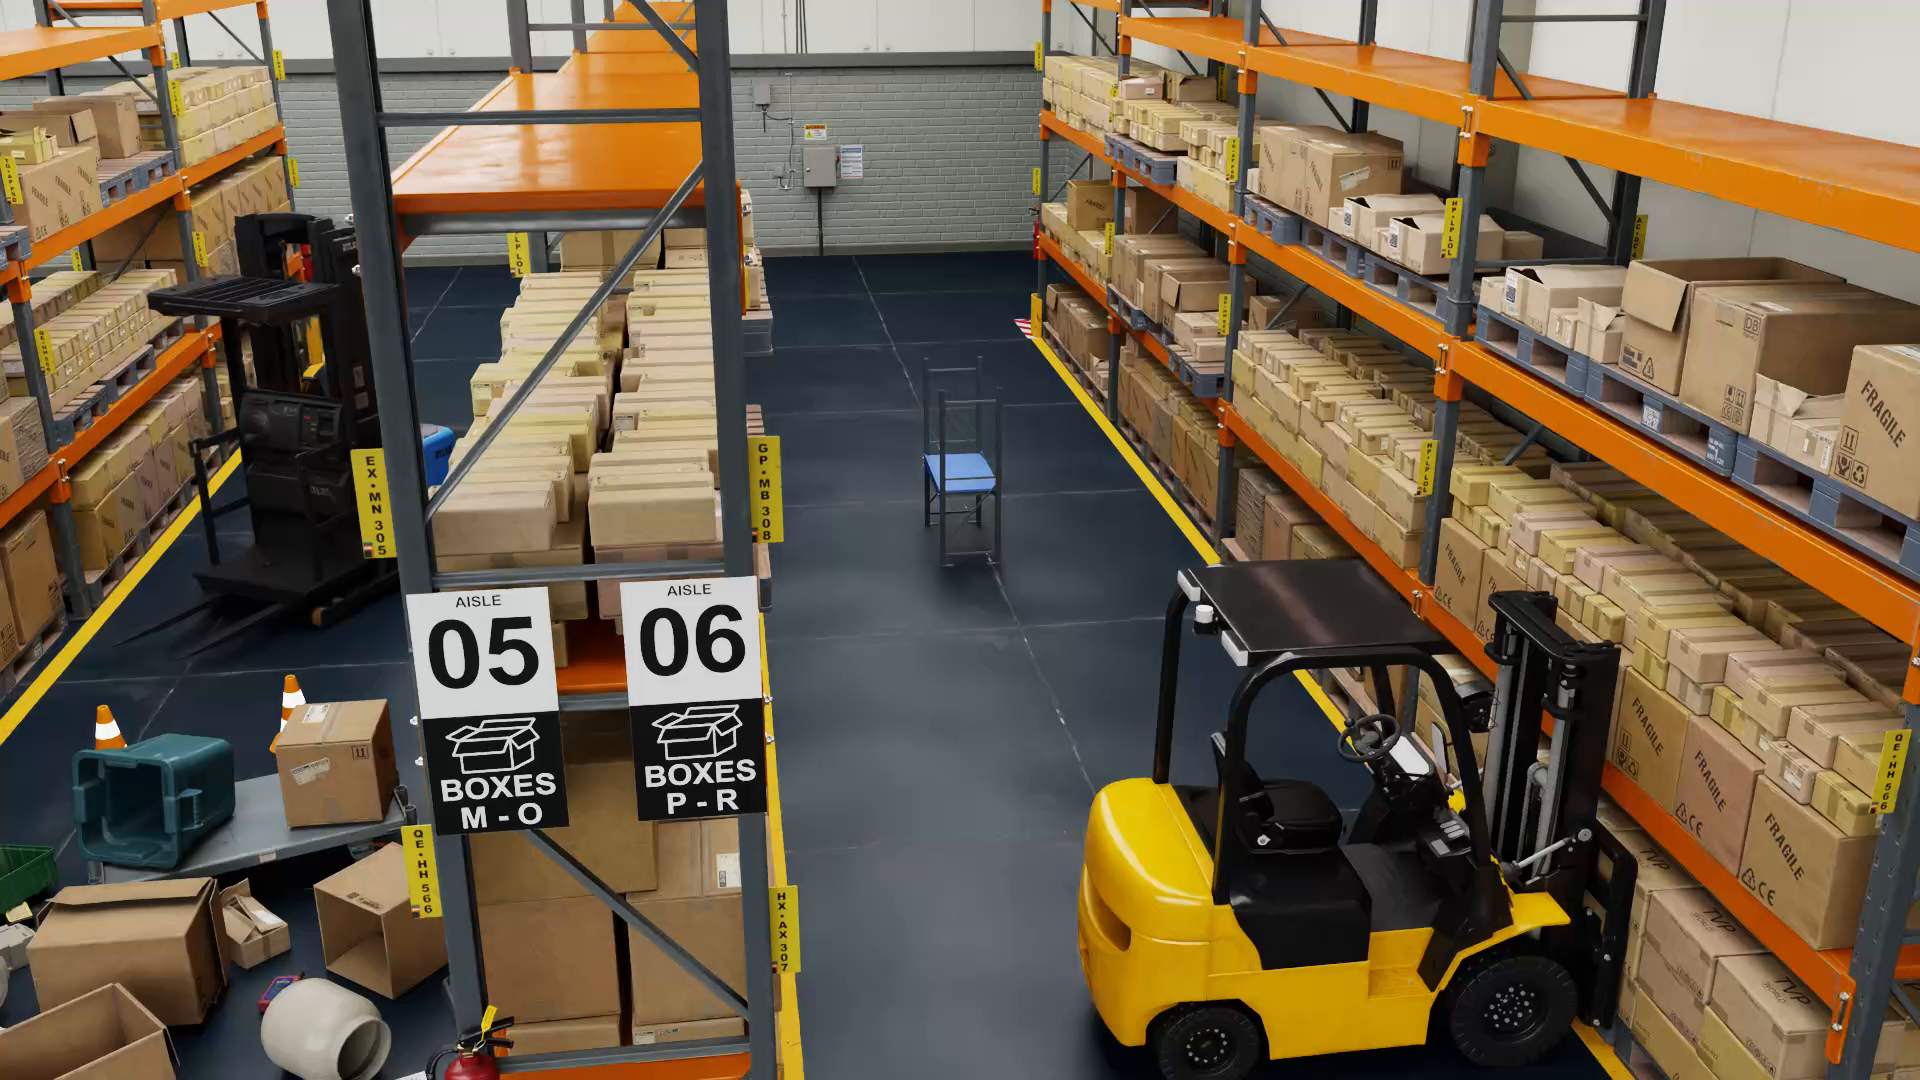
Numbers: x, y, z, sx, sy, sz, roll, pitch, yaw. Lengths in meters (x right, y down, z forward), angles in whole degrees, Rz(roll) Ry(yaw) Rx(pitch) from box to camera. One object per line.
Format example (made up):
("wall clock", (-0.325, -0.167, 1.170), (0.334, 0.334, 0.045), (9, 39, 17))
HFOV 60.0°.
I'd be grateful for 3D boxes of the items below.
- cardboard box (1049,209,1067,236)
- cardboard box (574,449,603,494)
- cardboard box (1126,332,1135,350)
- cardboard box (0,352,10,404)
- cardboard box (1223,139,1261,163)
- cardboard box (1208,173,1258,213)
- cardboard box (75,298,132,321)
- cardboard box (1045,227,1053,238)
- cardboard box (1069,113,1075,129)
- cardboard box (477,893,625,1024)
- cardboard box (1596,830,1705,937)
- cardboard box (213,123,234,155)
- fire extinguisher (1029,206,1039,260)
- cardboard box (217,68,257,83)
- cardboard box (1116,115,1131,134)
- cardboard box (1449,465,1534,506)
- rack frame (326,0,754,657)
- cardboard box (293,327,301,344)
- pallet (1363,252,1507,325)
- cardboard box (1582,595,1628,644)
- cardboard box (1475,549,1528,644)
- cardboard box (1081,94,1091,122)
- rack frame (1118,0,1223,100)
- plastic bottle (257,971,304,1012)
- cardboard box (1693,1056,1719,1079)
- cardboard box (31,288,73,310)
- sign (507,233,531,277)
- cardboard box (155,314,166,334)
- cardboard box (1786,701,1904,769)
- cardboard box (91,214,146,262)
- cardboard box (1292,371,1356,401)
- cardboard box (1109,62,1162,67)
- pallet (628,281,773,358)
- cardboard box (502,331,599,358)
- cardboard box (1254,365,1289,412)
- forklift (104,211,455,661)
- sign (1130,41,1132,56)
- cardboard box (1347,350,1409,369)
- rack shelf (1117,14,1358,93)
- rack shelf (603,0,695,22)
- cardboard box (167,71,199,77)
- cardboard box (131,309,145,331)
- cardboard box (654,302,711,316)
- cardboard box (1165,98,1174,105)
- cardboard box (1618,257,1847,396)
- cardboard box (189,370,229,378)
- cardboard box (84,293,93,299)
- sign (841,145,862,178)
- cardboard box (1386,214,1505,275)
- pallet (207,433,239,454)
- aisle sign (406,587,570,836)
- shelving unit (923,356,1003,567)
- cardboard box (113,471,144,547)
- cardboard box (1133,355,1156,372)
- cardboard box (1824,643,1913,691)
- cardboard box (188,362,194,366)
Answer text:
("cardboard box", (1.369, -3.819, 20.017), (0.500, 0.250, 0.500), (-3, 21, -7))
("cardboard box", (-1.506, -0.116, 5.817), (0.500, 0.250, 0.500), (-3, 21, -8))
("cardboard box", (1.922, -2.044, 17.097), (0.380, 0.149, 0.250), (-3, 21, -9))
("cardboard box", (-7.090, -1.148, 11.505), (0.700, 0.500, 0.500), (-3, 21, -8))
("cardboard box", (2.308, -3.090, 13.209), (0.380, 0.149, 0.250), (-2, 21, -6))
("cardboard box", (2.336, -2.825, 13.495), (0.500, 0.250, 0.500), (-4, 21, -10))
("cardboard box", (-7.283, -1.951, 14.135), (0.380, 0.149, 0.250), (-4, 21, -10))
("cardboard box", (1.273, -3.850, 20.669), (0.380, 0.149, 0.250), (-3, 21, -8))
("cardboard box", (1.438, -4.725, 18.725), (0.380, 0.149, 0.250), (-3, 21, -8))
("cardboard box", (-1.459, 1.336, 5.858), (0.500, 0.500, 0.500), (-3, 21, -9))
("cardboard box", (3.266, 1.573, 7.691), (0.500, 0.250, 0.500), (-3, 21, -7))
("cardboard box", (-7.664, -4.036, 16.738), (0.500, 0.250, 0.500), (-2, 21, -5))
("fire extinguisher", (1.018, -3.912, 21.120), (0.296, 0.674, 0.183), (-3, 21, -8))
("cardboard box", (-8.000, -5.125, 18.368), (0.380, 0.149, 0.250), (-3, 21, -7))
("cardboard box", (1.726, -4.026, 16.112), (0.380, 0.149, 0.250), (-3, 21, -7))
("cardboard box", (2.979, -0.305, 9.324), (0.380, 0.149, 0.250), (-2, 21, -7))
("rack frame", (-1.108, -1.114, 4.412), (1.000, 3.000, 0.127), (-3, 21, -8))
("cardboard box", (-7.940, -2.391, 19.454), (0.380, 0.149, 0.250), (-3, 21, -9))
("pallet", (3.087, -1.560, 10.167), (0.805, 0.209, 1.217), (-4, 21, -10))
("cardboard box", (3.216, 0.369, 7.945), (0.380, 0.149, 0.250), (-3, 21, -9))
("cardboard box", (3.124, 0.359, 8.898), (0.500, 0.500, 0.500), (-3, 21, -7))
("cardboard box", (1.608, -4.696, 18.079), (0.500, 0.250, 0.500), (-2, 21, -7))
("rack frame", (2.074, -5.520, 16.209), (1.000, 3.000, 0.127), (-3, 21, -8))
("plastic bottle", (-3.354, 2.229, 8.234), (0.133, 0.061, 0.283), (1, 20, 2))
("cardboard box", (3.423, 2.389, 6.935), (0.500, 0.250, 0.500), (-3, 21, -7))
("cardboard box", (-8.006, -2.100, 14.535), (0.380, 0.149, 0.250), (-3, 21, -8))
("sign", (-2.233, -1.491, 8.407), (0.100, 0.325, 0.005), (-3, 21, -8))
("cardboard box", (-7.396, -1.949, 14.980), (0.380, 0.149, 0.250), (-3, 21, -8))
("cardboard box", (3.477, 0.758, 6.480), (0.380, 0.149, 0.250), (-3, 21, -8))
("cardboard box", (-8.057, -2.977, 15.978), (0.500, 0.500, 0.500), (-4, 21, -10))
("cardboard box", (2.601, -1.104, 11.890), (0.380, 0.149, 0.250), (-2, 21, -7))
("cardboard box", (1.996, -5.306, 18.996), (0.500, 0.250, 0.500), (-3, 21, -7))
("pallet", (-1.668, -1.225, 9.264), (1.213, 0.211, 1.003), (-3, 21, -8))
("cardboard box", (-1.720, -0.776, 7.013), (0.380, 0.149, 0.250), (-3, 21, -9))
("cardboard box", (2.543, -1.150, 12.581), (0.500, 0.250, 0.500), (-2, 21, -6))
("forklift", (-5.157, -0.875, 12.443), (1.130, 2.935, 3.031), (8, 22, 20))
("sign", (2.049, -5.936, 20.344), (0.100, 0.325, 0.005), (-3, 21, -8))
("cardboard box", (3.127, -1.314, 12.452), (0.380, 0.149, 0.250), (-3, 21, -9))
("rack shelf", (2.362, -4.304, 14.551), (1.077, 0.370, 4.000), (-3, 21, -8))
("rack shelf", (-3.126, -5.437, 17.585), (1.077, 0.370, 4.000), (-3, 21, -8))
("cardboard box", (-8.491, -5.004, 18.044), (0.380, 0.149, 0.250), (-3, 21, -8))
("cardboard box", (-7.317, -1.902, 14.431), (0.380, 0.149, 0.250), (-4, 21, -11))
("cardboard box", (-1.193, -0.987, 7.578), (0.380, 0.149, 0.250), (-2, 21, -6))
("cardboard box", (2.232, -4.282, 16.373), (0.380, 0.149, 0.250), (-3, 21, -9))
("cardboard box", (3.403, -0.957, 7.389), (0.797, 0.503, 0.637), (-2, 21, -6))
("cardboard box", (-7.632, -1.627, 16.983), (0.380, 0.149, 0.250), (-3, 21, -9))
("cardboard box", (-8.081, -2.143, 15.074), (0.380, 0.149, 0.250), (-3, 21, -9))
("sign", (-1.692, -5.902, 25.941), (0.329, 0.494, 0.001), (-3, 21, -8))
("cardboard box", (2.881, -1.785, 9.881), (0.500, 0.311, 0.500), (-4, 21, -9))
("pallet", (-7.853, -1.098, 16.929), (1.003, 0.211, 1.213), (-3, 21, -8))
("aisle sign", (-1.386, 0.515, 4.910), (0.394, 0.787, 0.004), (-3, 21, -8))
("shelving unit", (0.012, -0.673, 13.949), (0.538, 1.500, 1.048), (-3, 21, -8))
("cardboard box", (-7.070, -0.246, 13.635), (0.500, 0.500, 0.500), (-3, 21, -7))
("cardboard box", (1.978, -1.810, 16.895), (0.380, 0.149, 0.250), (-3, 21, -9))
("cardboard box", (3.889, 0.558, 7.013), (0.380, 0.149, 0.250), (-3, 21, -7))
("cardboard box", (-8.240, -1.779, 17.390), (0.380, 0.149, 0.250), (-4, 21, -10))
